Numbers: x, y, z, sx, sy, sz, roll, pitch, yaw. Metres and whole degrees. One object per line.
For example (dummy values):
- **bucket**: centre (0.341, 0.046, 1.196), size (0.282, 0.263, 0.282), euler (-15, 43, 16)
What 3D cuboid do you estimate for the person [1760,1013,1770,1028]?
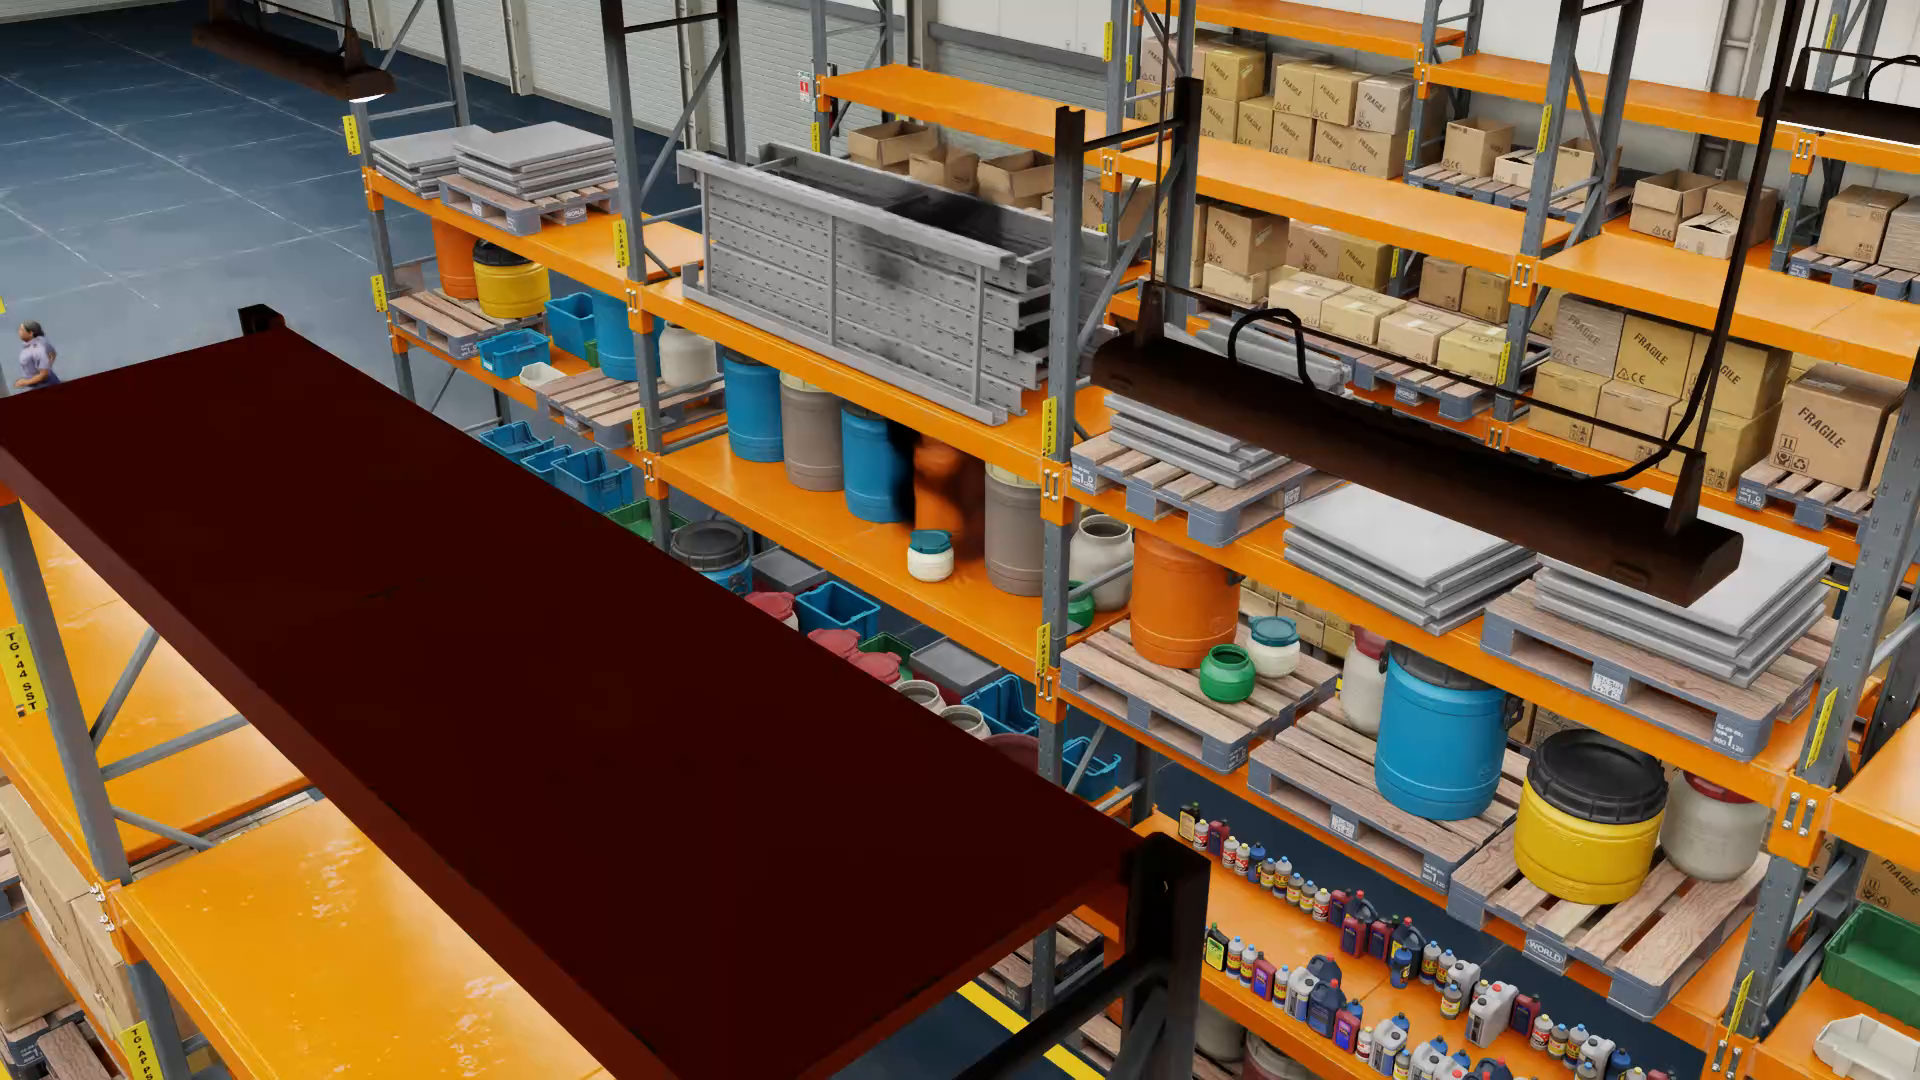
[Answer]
- **person**: centre (4.800, 2.438, 10.535), size (0.869, 1.724, 0.543), euler (19, 33, 31)

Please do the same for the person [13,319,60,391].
- **person**: centre (-10.096, -1.660, 18.277), size (0.509, 1.603, 0.607), euler (-14, 31, -25)
